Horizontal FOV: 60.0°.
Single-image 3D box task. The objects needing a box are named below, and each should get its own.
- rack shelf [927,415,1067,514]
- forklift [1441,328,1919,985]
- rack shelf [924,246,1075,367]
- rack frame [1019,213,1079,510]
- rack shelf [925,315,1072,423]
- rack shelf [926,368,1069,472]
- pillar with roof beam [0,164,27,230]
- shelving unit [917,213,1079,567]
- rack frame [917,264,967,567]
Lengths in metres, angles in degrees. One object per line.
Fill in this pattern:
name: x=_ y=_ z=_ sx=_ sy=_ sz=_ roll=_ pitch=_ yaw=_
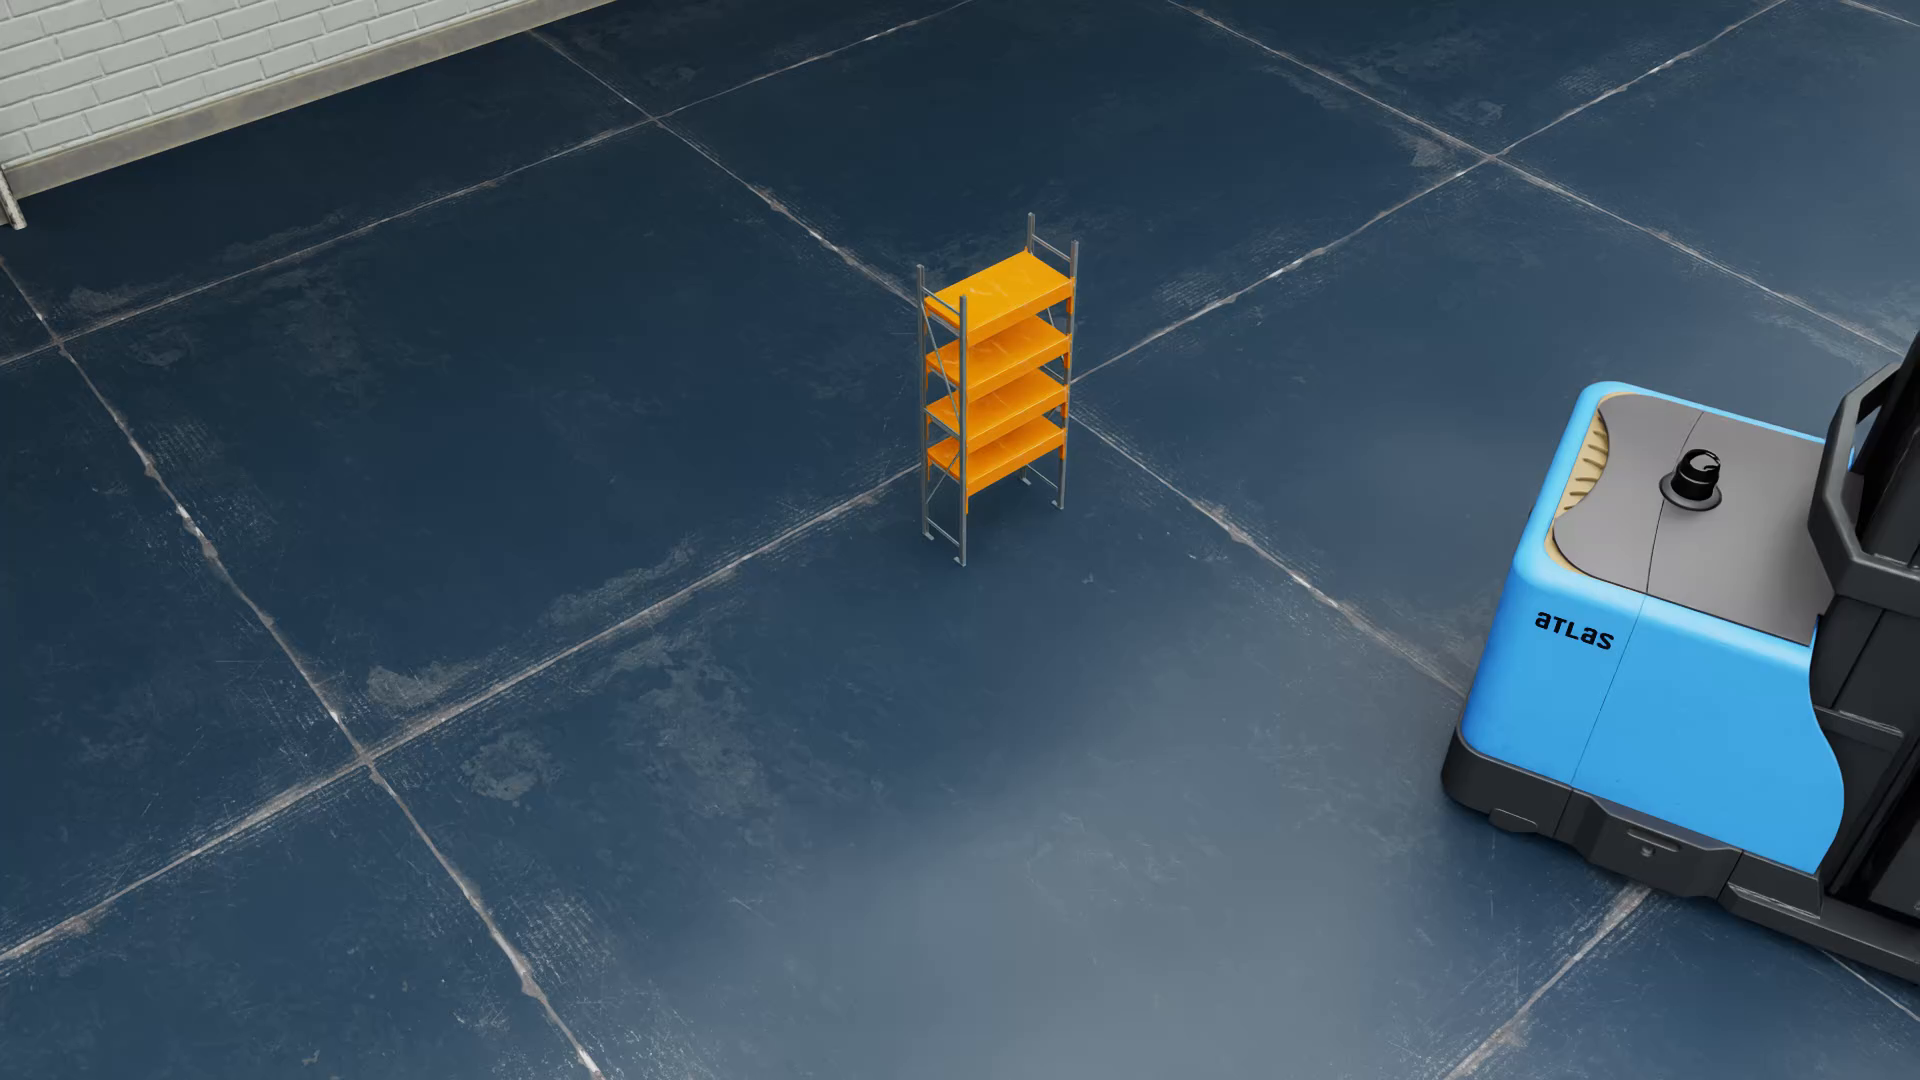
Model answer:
rack shelf: x=0.127 y=-0.316 z=6.099 sx=0.480 sy=0.148 sz=0.258 roll=-30 pitch=51 yaw=-28
forklift: x=3.088 y=-0.046 z=4.158 sx=3.031 sy=2.935 sz=1.130 roll=20 pitch=47 yaw=20
rack shelf: x=0.127 y=-0.796 z=5.648 sx=0.480 sy=0.148 sz=0.258 roll=-30 pitch=51 yaw=-28
rack frame: x=0.314 y=-0.617 z=6.031 sx=0.015 sy=1.200 sz=0.240 roll=-30 pitch=51 yaw=-28
rack shelf: x=0.127 y=-0.624 z=5.810 sx=0.480 sy=0.148 sz=0.258 roll=-30 pitch=51 yaw=-28
rack shelf: x=0.127 y=-0.461 z=5.963 sx=0.480 sy=0.148 sz=0.258 roll=-30 pitch=51 yaw=-28
pillar with roof beam: x=-1.874 y=-2.490 z=2.328 sx=0.400 sy=9.000 sz=9.100 roll=-30 pitch=51 yaw=-28
shelving unit: x=0.127 y=-0.510 z=5.917 sx=0.503 sy=1.200 sz=0.258 roll=-30 pitch=51 yaw=-28
rack frame: x=-0.060 y=-0.403 z=5.803 sx=0.015 sy=1.200 sz=0.240 roll=-30 pitch=51 yaw=-28
